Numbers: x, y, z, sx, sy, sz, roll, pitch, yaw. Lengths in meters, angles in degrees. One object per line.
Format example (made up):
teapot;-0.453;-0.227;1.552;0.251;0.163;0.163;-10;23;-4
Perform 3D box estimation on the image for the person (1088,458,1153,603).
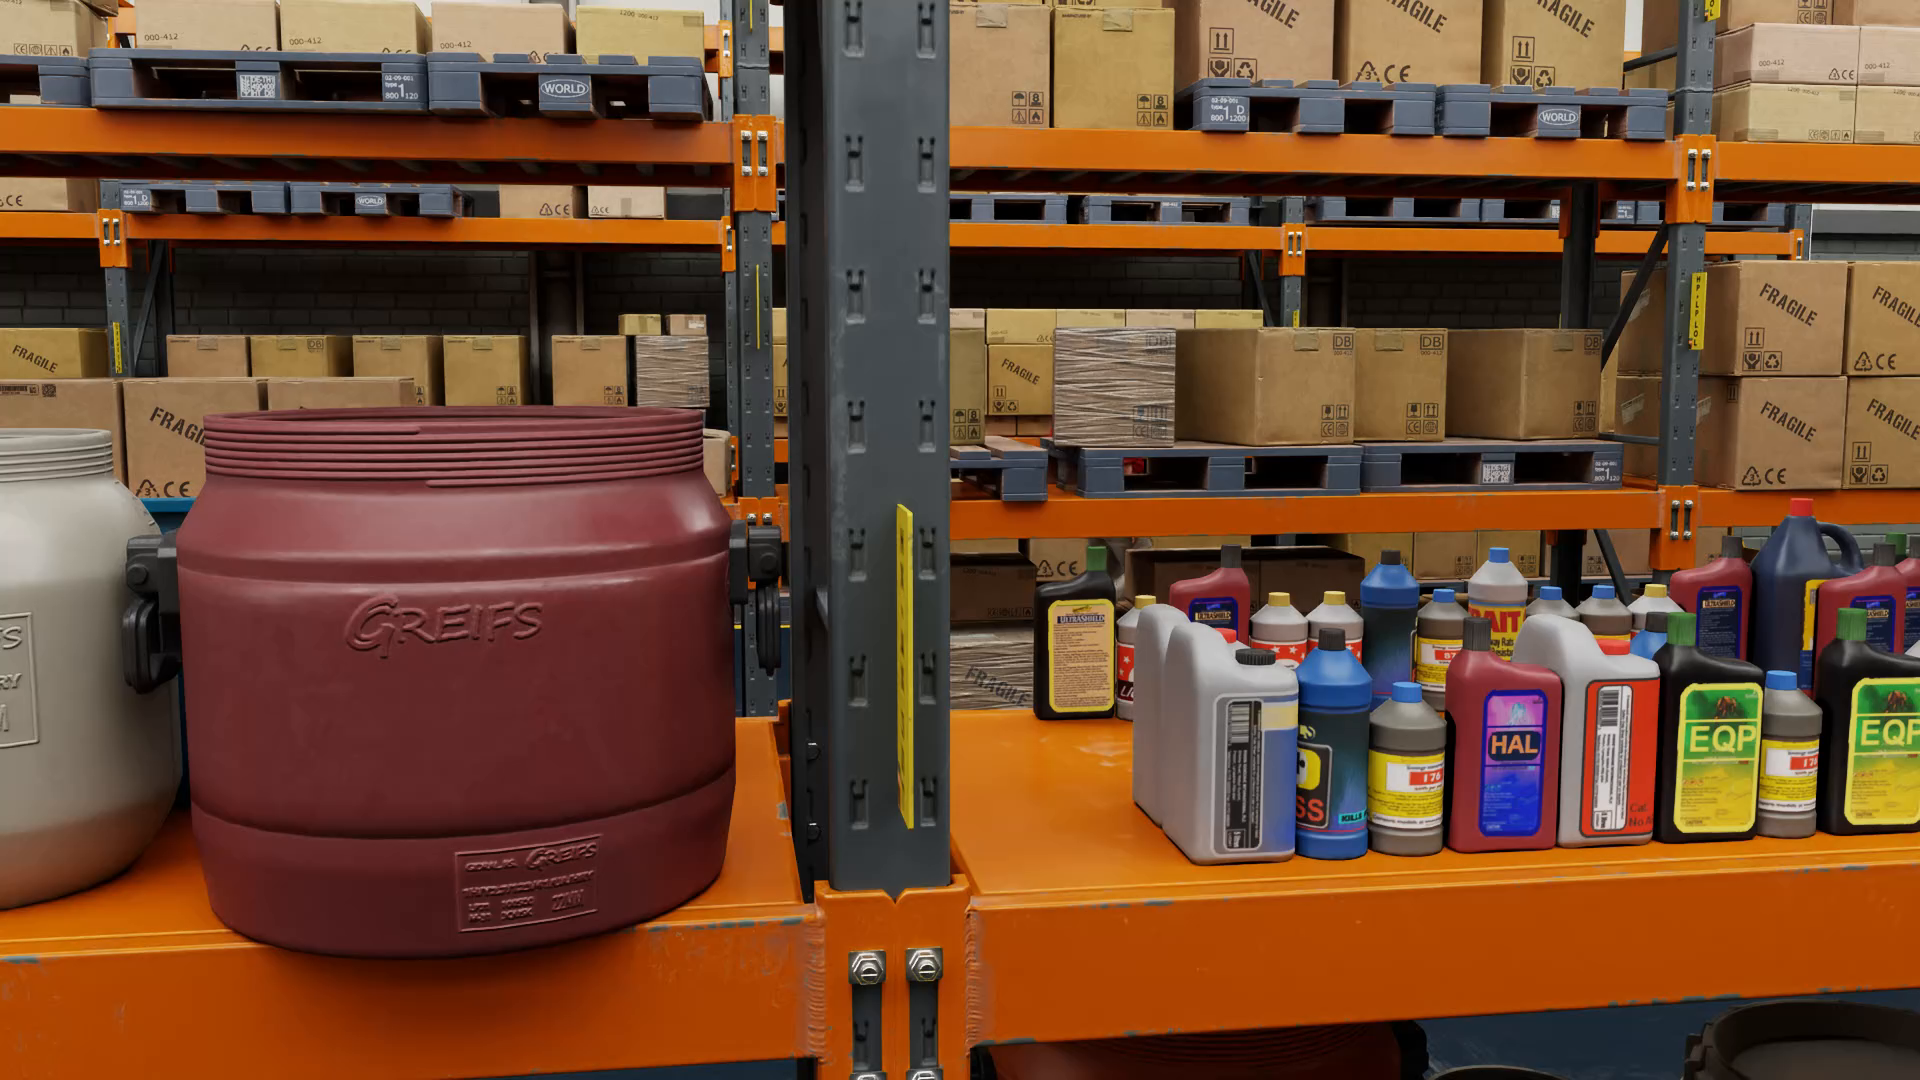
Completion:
person;0.927;-0.136;10.353;0.650;1.715;0.581;-4;8;-31
